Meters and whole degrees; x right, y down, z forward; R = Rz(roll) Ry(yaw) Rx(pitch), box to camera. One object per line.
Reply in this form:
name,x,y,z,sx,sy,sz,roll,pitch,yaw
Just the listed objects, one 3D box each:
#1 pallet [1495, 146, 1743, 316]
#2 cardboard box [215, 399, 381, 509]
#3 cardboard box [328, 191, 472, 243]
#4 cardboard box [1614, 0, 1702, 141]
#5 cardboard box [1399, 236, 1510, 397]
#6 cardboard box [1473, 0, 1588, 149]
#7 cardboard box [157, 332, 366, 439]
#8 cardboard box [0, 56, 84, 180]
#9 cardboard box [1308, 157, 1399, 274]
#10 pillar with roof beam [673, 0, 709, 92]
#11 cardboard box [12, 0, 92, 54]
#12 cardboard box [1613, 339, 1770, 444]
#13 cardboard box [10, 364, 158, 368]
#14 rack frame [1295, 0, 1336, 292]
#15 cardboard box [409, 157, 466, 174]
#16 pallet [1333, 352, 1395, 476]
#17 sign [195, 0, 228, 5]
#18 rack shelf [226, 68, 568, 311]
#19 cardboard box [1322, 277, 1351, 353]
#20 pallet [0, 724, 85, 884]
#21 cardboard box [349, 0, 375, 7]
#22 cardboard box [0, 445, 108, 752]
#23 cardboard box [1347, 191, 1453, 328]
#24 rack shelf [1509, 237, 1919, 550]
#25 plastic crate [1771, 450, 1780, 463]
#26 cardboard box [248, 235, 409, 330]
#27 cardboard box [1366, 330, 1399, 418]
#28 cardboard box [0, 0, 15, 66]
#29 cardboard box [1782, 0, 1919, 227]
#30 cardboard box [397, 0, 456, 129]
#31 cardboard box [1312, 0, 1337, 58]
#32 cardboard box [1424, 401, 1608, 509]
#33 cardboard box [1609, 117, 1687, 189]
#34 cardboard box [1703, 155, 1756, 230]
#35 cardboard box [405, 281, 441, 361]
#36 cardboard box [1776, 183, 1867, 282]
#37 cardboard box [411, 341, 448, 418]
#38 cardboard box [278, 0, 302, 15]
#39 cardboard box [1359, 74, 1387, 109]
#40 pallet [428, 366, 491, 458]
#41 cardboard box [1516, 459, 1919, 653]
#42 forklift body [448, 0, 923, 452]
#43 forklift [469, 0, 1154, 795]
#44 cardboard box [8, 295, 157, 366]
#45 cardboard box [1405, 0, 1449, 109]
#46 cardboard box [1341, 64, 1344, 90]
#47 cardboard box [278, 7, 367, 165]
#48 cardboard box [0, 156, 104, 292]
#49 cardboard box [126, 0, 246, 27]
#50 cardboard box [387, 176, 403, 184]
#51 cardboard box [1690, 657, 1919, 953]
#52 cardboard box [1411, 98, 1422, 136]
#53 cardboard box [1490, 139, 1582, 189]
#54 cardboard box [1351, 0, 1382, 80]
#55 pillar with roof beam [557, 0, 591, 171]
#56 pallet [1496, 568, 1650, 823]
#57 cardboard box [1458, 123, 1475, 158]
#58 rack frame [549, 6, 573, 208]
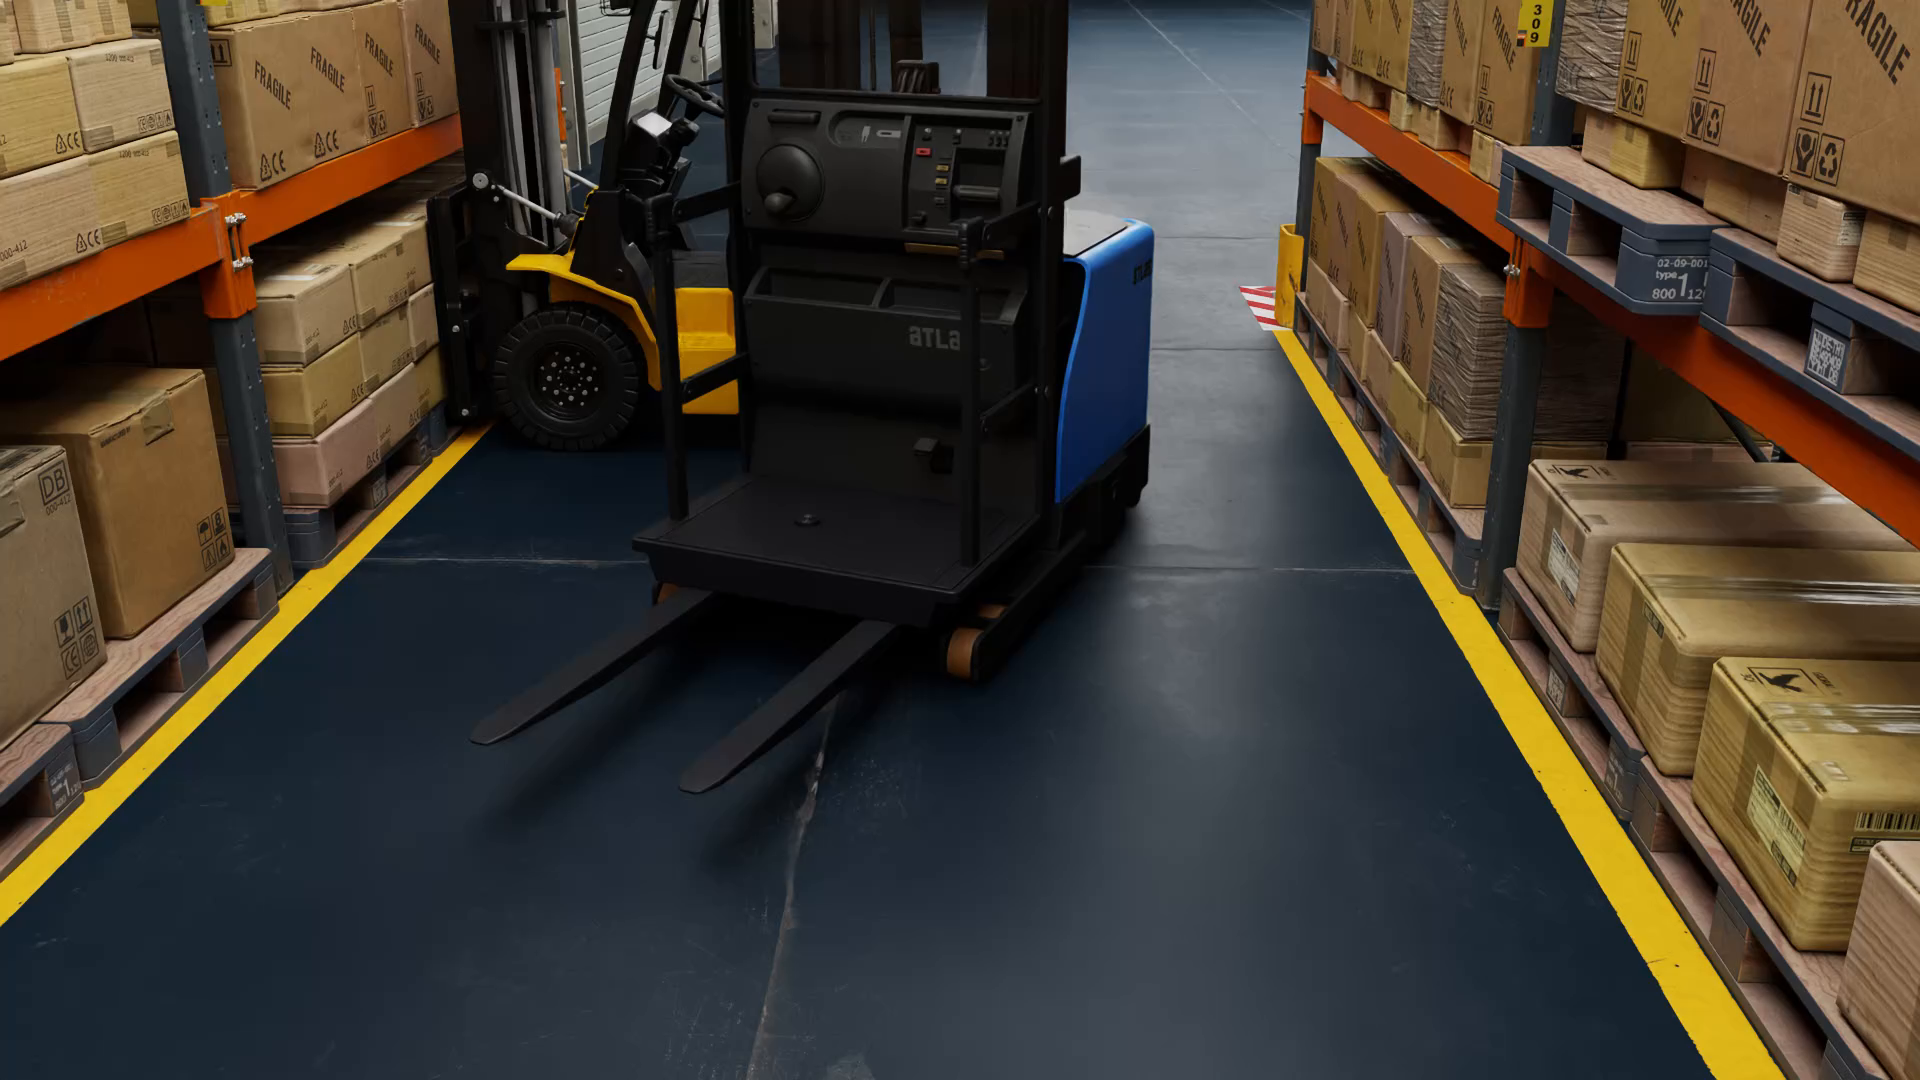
pallet,2.038,-0.813,4.242,1.003,0.211,1.213,1,21,2
cardboard box,-2.410,-0.315,5.916,0.500,0.250,0.500,1,21,2
cardboard box,-2.374,-1.336,7.165,0.500,0.250,0.500,0,21,1
cardboard box,1.891,-1.211,3.872,0.500,0.500,0.500,1,21,2
cardboard box,1.970,-0.841,6.234,0.500,0.500,0.500,1,21,3
cardboard box,1.971,-1.526,5.265,0.500,0.500,0.500,0,21,0
cardboard box,-2.432,-0.549,5.826,0.500,0.250,0.500,1,21,1
cardboard box,-2.523,-1.027,4.045,0.500,0.250,0.500,0,21,0
cardboard box,2.027,-1.590,8.163,0.500,0.500,0.500,0,21,0
pillar with roof beam,1.112,-9.523,18.132,9.100,9.000,0.400,1,21,2
cardboard box,-2.534,-1.360,4.352,0.380,0.149,0.250,0,21,1
cardboard box,2.494,-0.651,5.744,0.500,0.500,0.500,2,21,4
cardboard box,-2.945,-0.556,5.843,0.500,0.250,0.500,0,21,0
rack frame,2.328,-2.623,8.643,1.000,3.000,0.127,1,21,2
cardboard box,-2.346,-1.702,8.107,0.500,0.250,0.500,1,21,3
pallet,2.226,-0.562,7.187,1.003,0.211,1.213,1,21,2
sign,-2.213,-1.731,4.852,0.100,0.325,0.005,1,21,2
rack shelf,-2.695,-1.618,7.047,1.077,0.370,4.000,1,21,2
cardboard box,2.004,-1.064,7.845,0.500,0.250,0.500,1,21,4
pallet,-2.773,0.779,3.730,1.003,0.211,1.213,1,21,2
cardboard box,-2.405,-2.063,6.164,0.380,0.149,0.250,0,21,1
cardboard box,-2.791,0.150,4.197,0.875,0.625,0.625,0,21,1
cardboard box,1.992,-1.219,7.208,0.500,0.500,0.500,1,21,3
rack shelf,2.145,-0.118,3.182,1.077,0.370,4.000,1,21,2
plastic crate,3.074,-0.375,6.884,0.402,0.080,0.583,-7,22,-17
cardboard box,-2.401,-0.967,6.212,0.500,0.250,0.500,1,21,2
cardboard box,1.982,-0.684,6.866,0.500,0.250,0.500,1,21,2
cardboard box,-2.469,-1.175,3.877,0.380,0.149,0.250,0,21,0
cardboard box,1.857,-0.846,2.933,0.500,0.500,0.500,0,21,-1
cardboard box,-2.431,-1.988,6.867,0.500,0.500,0.500,1,21,2
cardboard box,2.036,-2.640,8.138,0.500,0.500,0.500,0,21,1
cardboard box,1.955,-0.308,5.896,0.500,0.250,0.500,2,21,4
cardboard box,1.857,-0.969,4.147,0.380,0.149,0.250,1,21,3
cardboard box,1.875,-0.773,3.642,0.380,0.149,0.250,1,21,2
cardboard box,-2.392,-0.912,6.763,0.500,0.250,0.500,0,21,1
cardboard box,1.806,-0.588,3.165,0.380,0.149,0.250,1,21,4
cardboard box,-2.410,-0.685,6.869,0.500,0.250,0.500,1,21,3
cardboard box,-2.496,-1.880,5.692,0.380,0.149,0.250,1,21,2
cardboard box,2.000,-2.014,7.420,0.380,0.149,0.250,1,21,3
pallet,-2.655,-0.660,7.437,1.003,0.211,1.213,1,21,2
cardboard box,2.193,0.042,4.826,0.950,0.372,0.625,1,21,2
forklift body,-0.868,-1.575,7.115,2.313,2.155,1.214,1,21,2
forklift,-0.321,-1.118,4.858,1.130,2.935,3.031,9,23,22
cardboard box,-2.934,-0.790,5.758,0.500,0.250,0.500,1,21,3
cardboard box,1.991,-1.900,6.228,0.500,0.500,0.500,1,21,3
cardboard box,2.028,-2.199,7.897,0.380,0.149,0.250,0,21,0
cardboard box,-2.482,-1.623,5.927,0.500,0.500,0.500,1,21,3
cardboard box,-2.519,-0.793,4.134,0.500,0.250,0.500,1,21,1
cardboard box,-2.483,-1.692,5.207,0.380,0.149,0.250,0,21,1
cardboard box,-2.875,-1.523,7.647,0.500,0.250,0.500,0,21,1
cardboard box,2.155,0.553,3.508,0.950,0.372,0.625,1,21,3
cardboard box,1.977,-1.639,6.454,0.380,0.149,0.250,0,21,1
cardboard box,1.911,-1.179,5.269,0.380,0.149,0.250,0,21,1
cardboard box,2.009,-2.269,7.180,0.500,0.500,0.500,0,21,1
pillar with roof beam,0.930,-7.354,12.541,9.100,9.000,0.400,1,21,2
pallet,2.184,0.405,4.695,1.003,0.211,1.213,1,21,2
cardboard box,2.019,-1.453,5.974,0.380,0.149,0.250,0,21,1
rack frame,-2.634,-2.677,8.780,1.000,3.000,0.127,1,21,2
